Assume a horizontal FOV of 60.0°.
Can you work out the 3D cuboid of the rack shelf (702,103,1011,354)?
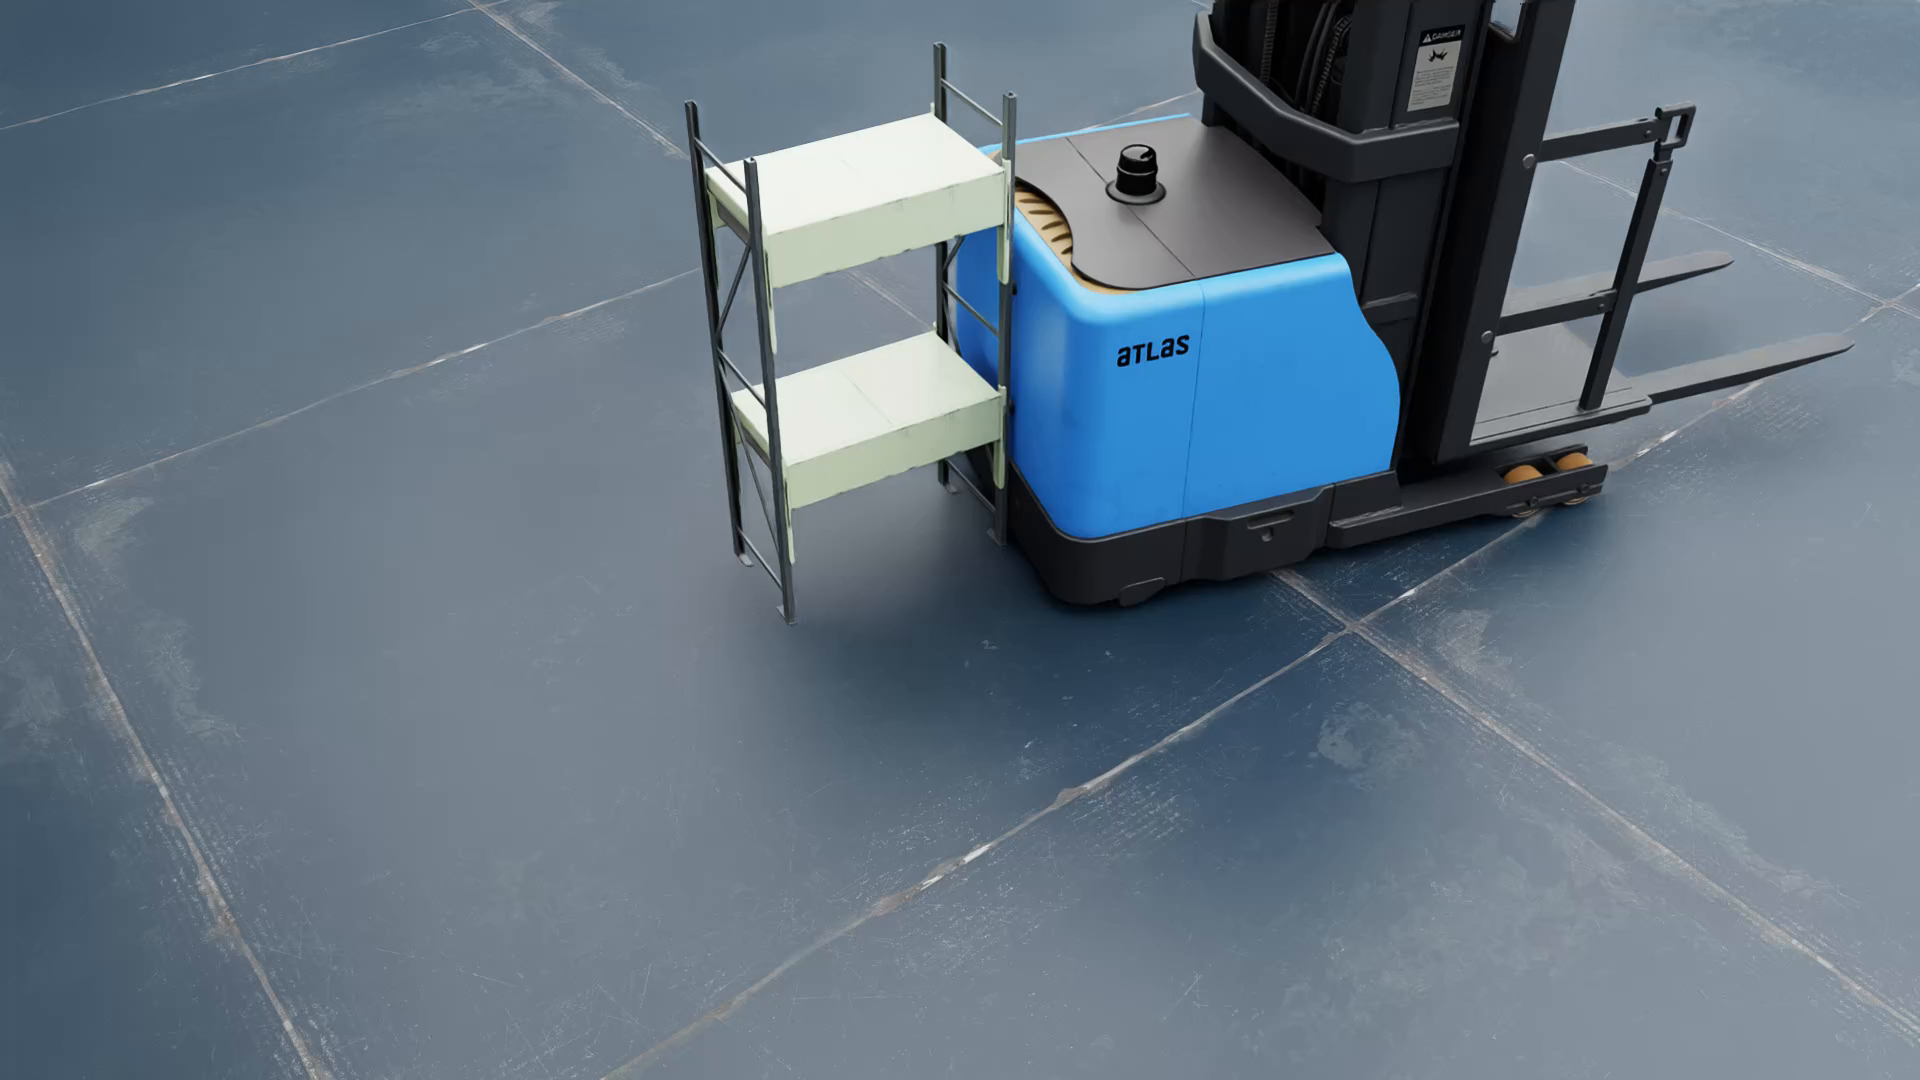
[{"bbox_3d":[-0.280,-0.854,4.493,0.720,0.370,0.431,-20,43,-23],"label":"rack shelf"}]

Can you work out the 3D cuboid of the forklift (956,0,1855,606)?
[{"bbox_3d":[1.547,-1.508,4.777,3.031,2.935,1.130,-13,41,-15],"label":"forklift"}]

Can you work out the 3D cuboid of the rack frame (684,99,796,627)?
[{"bbox_3d":[-0.596,-0.436,4.599,0.023,1.500,0.400,-20,43,-23],"label":"rack frame"}]

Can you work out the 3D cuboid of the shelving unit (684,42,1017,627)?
[{"bbox_3d":[-0.280,-0.552,4.741,0.755,1.500,0.431,-20,43,-23],"label":"shelving unit"}]

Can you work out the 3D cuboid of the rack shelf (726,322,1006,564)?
[{"bbox_3d":[-0.280,-0.300,4.948,0.720,0.370,0.431,-20,43,-23],"label":"rack shelf"}]

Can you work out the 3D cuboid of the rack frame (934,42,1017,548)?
[{"bbox_3d":[0.037,-0.669,4.883,0.023,1.500,0.400,-20,43,-23],"label":"rack frame"}]
